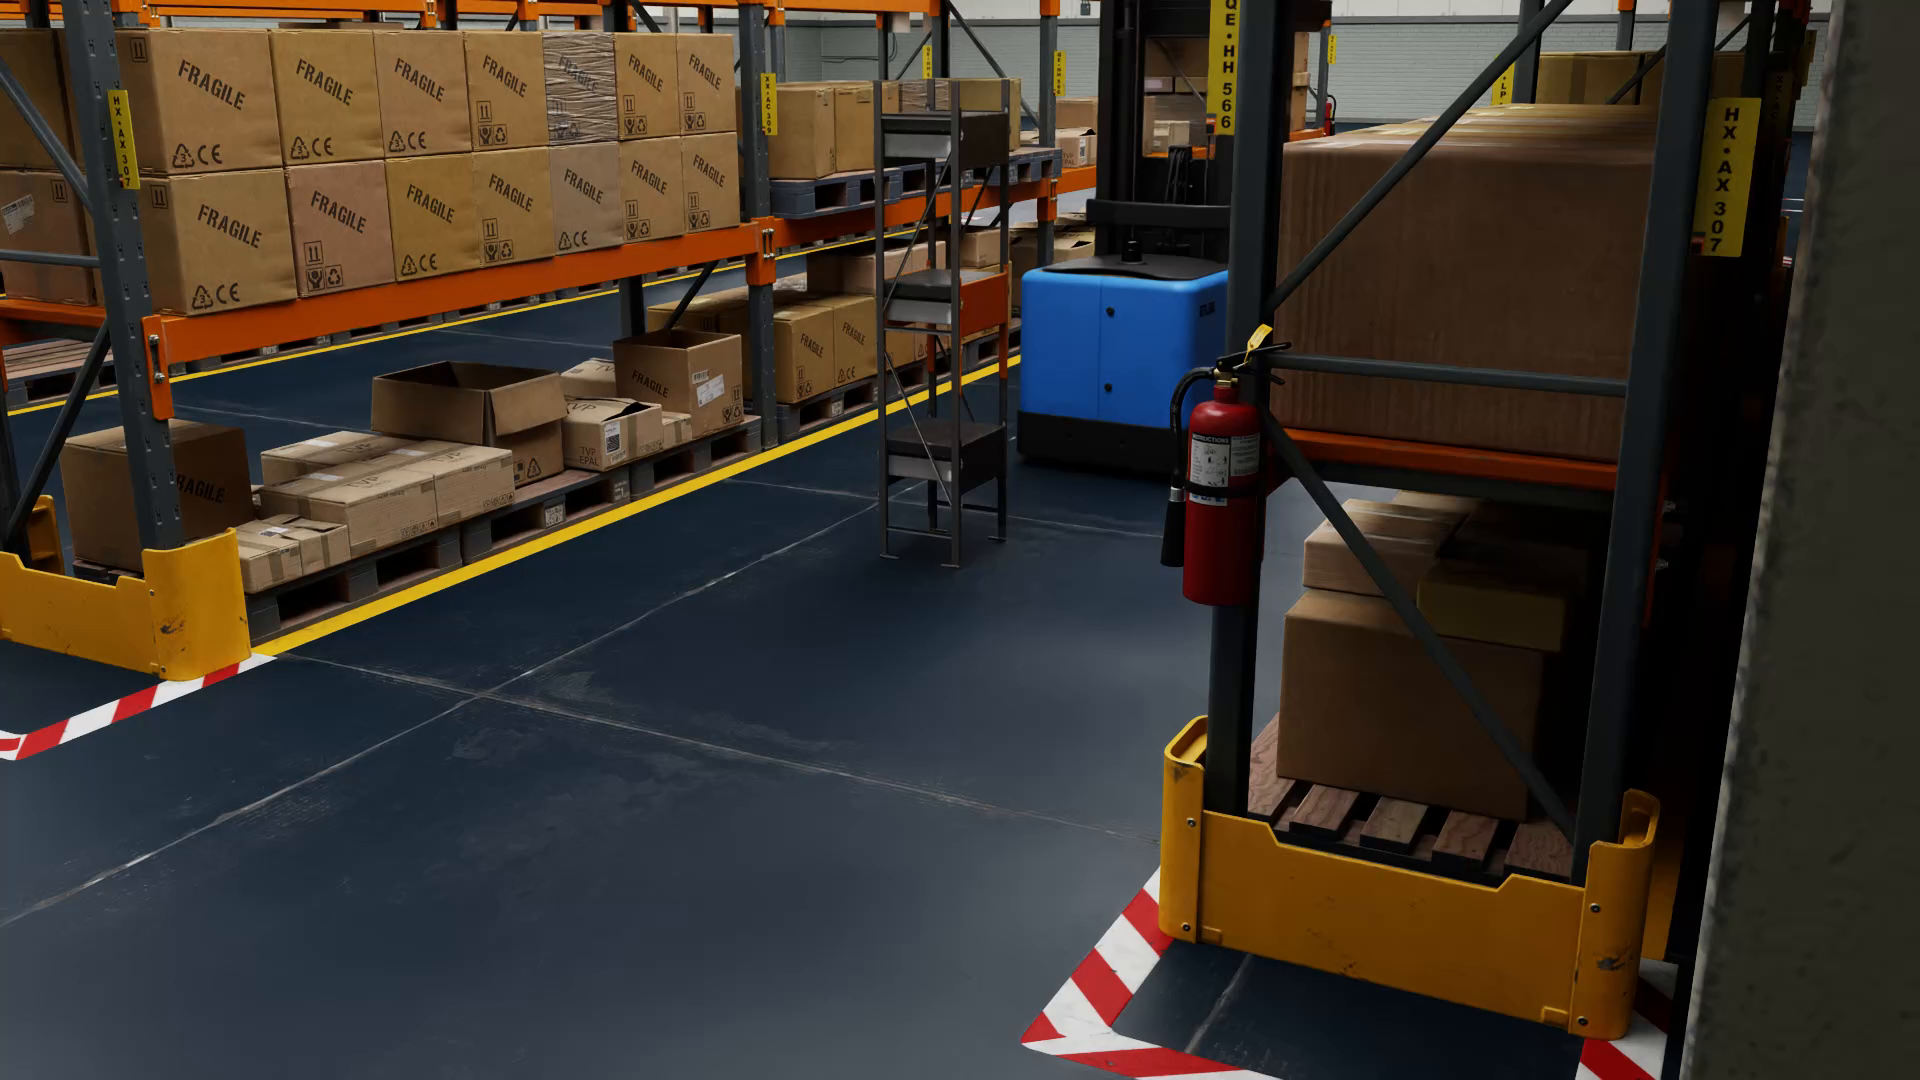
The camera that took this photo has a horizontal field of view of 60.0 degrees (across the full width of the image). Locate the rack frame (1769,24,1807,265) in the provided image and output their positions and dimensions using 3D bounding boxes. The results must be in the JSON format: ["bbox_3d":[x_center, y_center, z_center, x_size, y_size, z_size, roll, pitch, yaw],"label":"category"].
[{"bbox_3d":[8.262,-4.456,17.591,1.000,3.000,0.127,8,18,25],"label":"rack frame"}]

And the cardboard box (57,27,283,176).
[{"bbox_3d":[-2.886,-1.616,6.099,0.500,0.500,0.500,9,19,27],"label":"cardboard box"}]

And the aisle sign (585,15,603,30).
[{"bbox_3d":[-5.272,-7.646,23.768,0.394,0.787,0.004,8,18,25],"label":"aisle sign"}]

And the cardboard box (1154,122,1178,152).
[{"bbox_3d":[1.813,-3.754,15.466,0.396,0.266,0.258,8,18,24],"label":"cardboard box"}]

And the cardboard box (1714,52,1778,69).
[{"bbox_3d":[3.567,-2.177,7.868,0.500,0.250,0.500,8,18,26],"label":"cardboard box"}]

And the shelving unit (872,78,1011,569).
[{"bbox_3d":[-0.074,-0.964,7.417,0.431,2.100,0.503,8,18,25],"label":"shelving unit"}]

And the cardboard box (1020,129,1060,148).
[{"bbox_3d":[0.456,-3.091,13.155,0.500,0.311,0.500,9,19,29],"label":"cardboard box"}]

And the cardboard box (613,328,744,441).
[{"bbox_3d":[-1.534,-0.860,9.102,0.500,0.500,0.500,8,18,25],"label":"cardboard box"}]

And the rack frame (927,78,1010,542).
[{"bbox_3d":[0.035,-1.027,7.627,0.400,2.100,0.015,8,18,25],"label":"rack frame"}]

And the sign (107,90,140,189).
[{"bbox_3d":[-2.835,-1.355,5.633,0.100,0.325,0.005,8,18,25],"label":"sign"}]

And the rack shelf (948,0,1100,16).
[{"bbox_3d":[1.148,-4.650,14.239,1.077,0.370,4.000,8,18,25],"label":"rack shelf"}]

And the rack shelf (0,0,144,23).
[{"bbox_3d":[-9.500,-4.892,15.056,1.077,0.370,4.000,8,18,25],"label":"rack shelf"}]

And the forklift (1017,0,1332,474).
[{"bbox_3d":[1.480,-2.120,9.848,1.130,2.935,3.031,9,19,28],"label":"forklift"}]

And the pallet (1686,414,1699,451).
[{"bbox_3d":[3.722,-0.580,9.441,1.003,0.211,1.213,8,18,25],"label":"pallet"}]

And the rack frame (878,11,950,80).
[{"bbox_3d":[-0.601,-5.716,21.835,1.000,3.000,0.127,8,18,25],"label":"rack frame"}]

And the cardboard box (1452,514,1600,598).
[{"bbox_3d":[1.685,0.043,4.958,0.380,0.149,0.250,8,18,26],"label":"cardboard box"}]

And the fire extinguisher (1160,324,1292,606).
[{"bbox_3d":[0.633,-0.185,4.002,0.296,0.674,0.183,8,18,25],"label":"fire extinguisher"}]

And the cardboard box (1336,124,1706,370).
[{"bbox_3d":[1.647,-0.842,4.897,0.980,0.700,0.700,8,18,25],"label":"cardboard box"}]

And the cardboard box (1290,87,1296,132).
[{"bbox_3d":[3.379,-4.881,18.848,0.700,0.500,0.500,9,19,27],"label":"cardboard box"}]

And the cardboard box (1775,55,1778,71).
[{"bbox_3d":[3.786,-2.305,8.300,0.500,0.250,0.500,7,18,24],"label":"cardboard box"}]

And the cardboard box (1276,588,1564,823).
[{"bbox_3d":[1.336,0.426,4.809,0.700,0.500,0.500,8,18,25],"label":"cardboard box"}]

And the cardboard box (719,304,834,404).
[{"bbox_3d":[-1.099,-1.133,10.022,0.500,0.500,0.500,7,18,23],"label":"cardboard box"}]

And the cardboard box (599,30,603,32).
[{"bbox_3d":[-5.056,-6.844,23.180,0.500,0.500,0.500,8,18,25],"label":"cardboard box"}]

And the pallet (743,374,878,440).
[{"bbox_3d":[-1.203,-0.903,10.529,1.003,0.211,1.213,8,18,25],"label":"pallet"}]

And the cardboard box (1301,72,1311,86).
[{"bbox_3d":[3.829,-5.322,19.194,0.380,0.149,0.250,8,18,24],"label":"cardboard box"}]

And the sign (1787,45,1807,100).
[{"bbox_3d":[5.186,-2.903,10.330,0.100,0.325,0.005,8,18,25],"label":"sign"}]

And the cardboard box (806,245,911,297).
[{"bbox_3d":[-0.652,-1.747,10.773,0.500,0.250,0.500,8,18,25],"label":"cardboard box"}]

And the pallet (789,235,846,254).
[{"bbox_3d":[-2.051,-3.526,19.359,1.003,0.211,1.213,8,18,25],"label":"pallet"}]

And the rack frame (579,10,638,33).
[{"bbox_3d":[-5.032,-6.346,23.956,1.000,3.000,0.127,8,18,25],"label":"rack frame"}]

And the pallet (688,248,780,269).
[{"bbox_3d":[-2.704,-3.155,18.111,1.003,0.211,1.213,8,18,25],"label":"pallet"}]

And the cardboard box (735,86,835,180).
[{"bbox_3d":[-1.121,-2.370,9.655,0.700,0.500,0.500,2,17,7],"label":"cardboard box"}]

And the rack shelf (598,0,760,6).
[{"bbox_3d":[-2.427,-2.612,7.379,1.077,0.370,4.000,8,18,25],"label":"rack shelf"}]

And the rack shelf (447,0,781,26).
[{"bbox_3d":[-3.282,-5.281,16.364,1.077,0.370,4.000,8,18,25],"label":"rack shelf"}]

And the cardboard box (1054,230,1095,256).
[{"bbox_3d":[0.978,-2.430,13.878,0.500,0.311,0.500,8,18,24],"label":"cardboard box"}]

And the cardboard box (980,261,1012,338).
[{"bbox_3d":[0.046,-1.792,12.240,0.500,0.500,0.500,9,19,28],"label":"cardboard box"}]

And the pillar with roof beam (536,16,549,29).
[{"bbox_3d":[-7.563,-15.088,42.851,9.100,9.000,0.400,8,18,25],"label":"pillar with roof beam"}]

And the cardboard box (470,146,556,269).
[{"bbox_3d":[-2.209,-1.523,7.543,0.500,0.500,0.500,8,18,26],"label":"cardboard box"}]

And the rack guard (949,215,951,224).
[{"bbox_3d":[-0.593,-4.492,22.105,1.175,0.500,0.348,8,18,25],"label":"rack guard"}]

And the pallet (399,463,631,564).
[{"bbox_3d":[-2.385,-0.205,8.177,1.003,0.211,1.213,8,18,25],"label":"pallet"}]

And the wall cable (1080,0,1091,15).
[{"bbox_3d":[4.933,-19.693,52.382,2.305,6.003,0.169,8,18,25],"label":"wall cable"}]

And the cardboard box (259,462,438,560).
[{"bbox_3d":[-2.600,-0.132,7.091,0.500,0.250,0.500,8,18,25],"label":"cardboard box"}]

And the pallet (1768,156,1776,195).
[{"bbox_3d":[4.911,-2.521,11.414,1.213,0.211,1.003,8,18,25],"label":"pallet"}]

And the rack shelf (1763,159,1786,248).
[{"bbox_3d":[5.581,-2.582,12.548,1.077,0.370,4.000,8,18,25],"label":"rack shelf"}]

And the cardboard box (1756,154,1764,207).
[{"bbox_3d":[3.786,-1.946,8.407,0.500,0.500,0.500,8,18,24],"label":"cardboard box"}]

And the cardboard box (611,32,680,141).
[{"bbox_3d":[-1.754,-2.263,8.277,0.500,0.500,0.500,8,18,24],"label":"cardboard box"}]

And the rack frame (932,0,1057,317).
[{"bbox_3d":[0.254,-3.047,12.849,1.000,3.000,0.127,8,18,25],"label":"rack frame"}]

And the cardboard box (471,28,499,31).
[{"bbox_3d":[-6.168,-6.207,21.033,0.500,0.500,0.500,8,18,25],"label":"cardboard box"}]

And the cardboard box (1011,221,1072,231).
[{"bbox_3d":[0.722,-2.625,14.536,0.500,0.311,0.500,8,18,25],"label":"cardboard box"}]
